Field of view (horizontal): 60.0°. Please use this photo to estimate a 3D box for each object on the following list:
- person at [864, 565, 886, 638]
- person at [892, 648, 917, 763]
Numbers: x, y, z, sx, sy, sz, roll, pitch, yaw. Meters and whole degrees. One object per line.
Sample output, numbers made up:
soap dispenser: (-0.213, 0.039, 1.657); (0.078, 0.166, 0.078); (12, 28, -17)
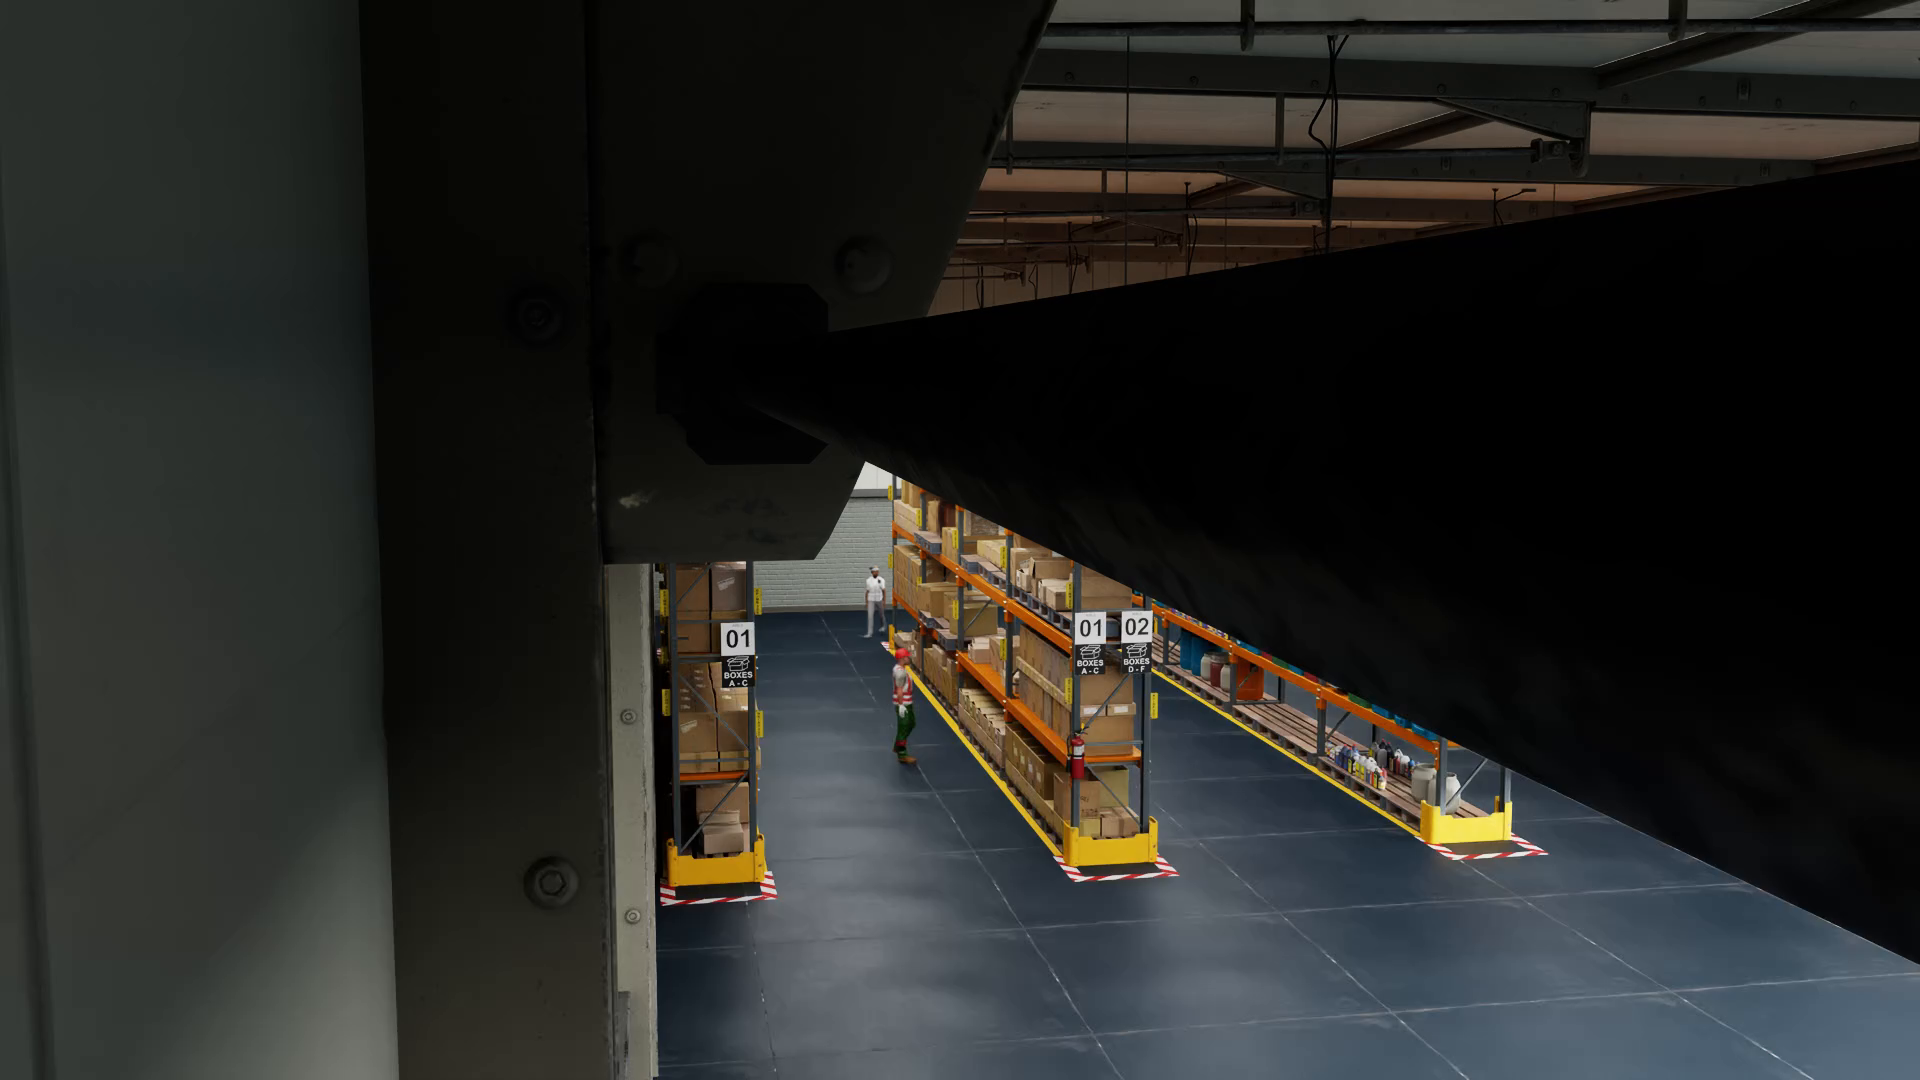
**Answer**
person: (-1.936, 1.398, 38.125); (0.484, 1.633, 1.035); (0, 6, 4)
person: (-0.883, 2.609, 26.296); (0.403, 1.806, 0.610); (0, 6, -1)
